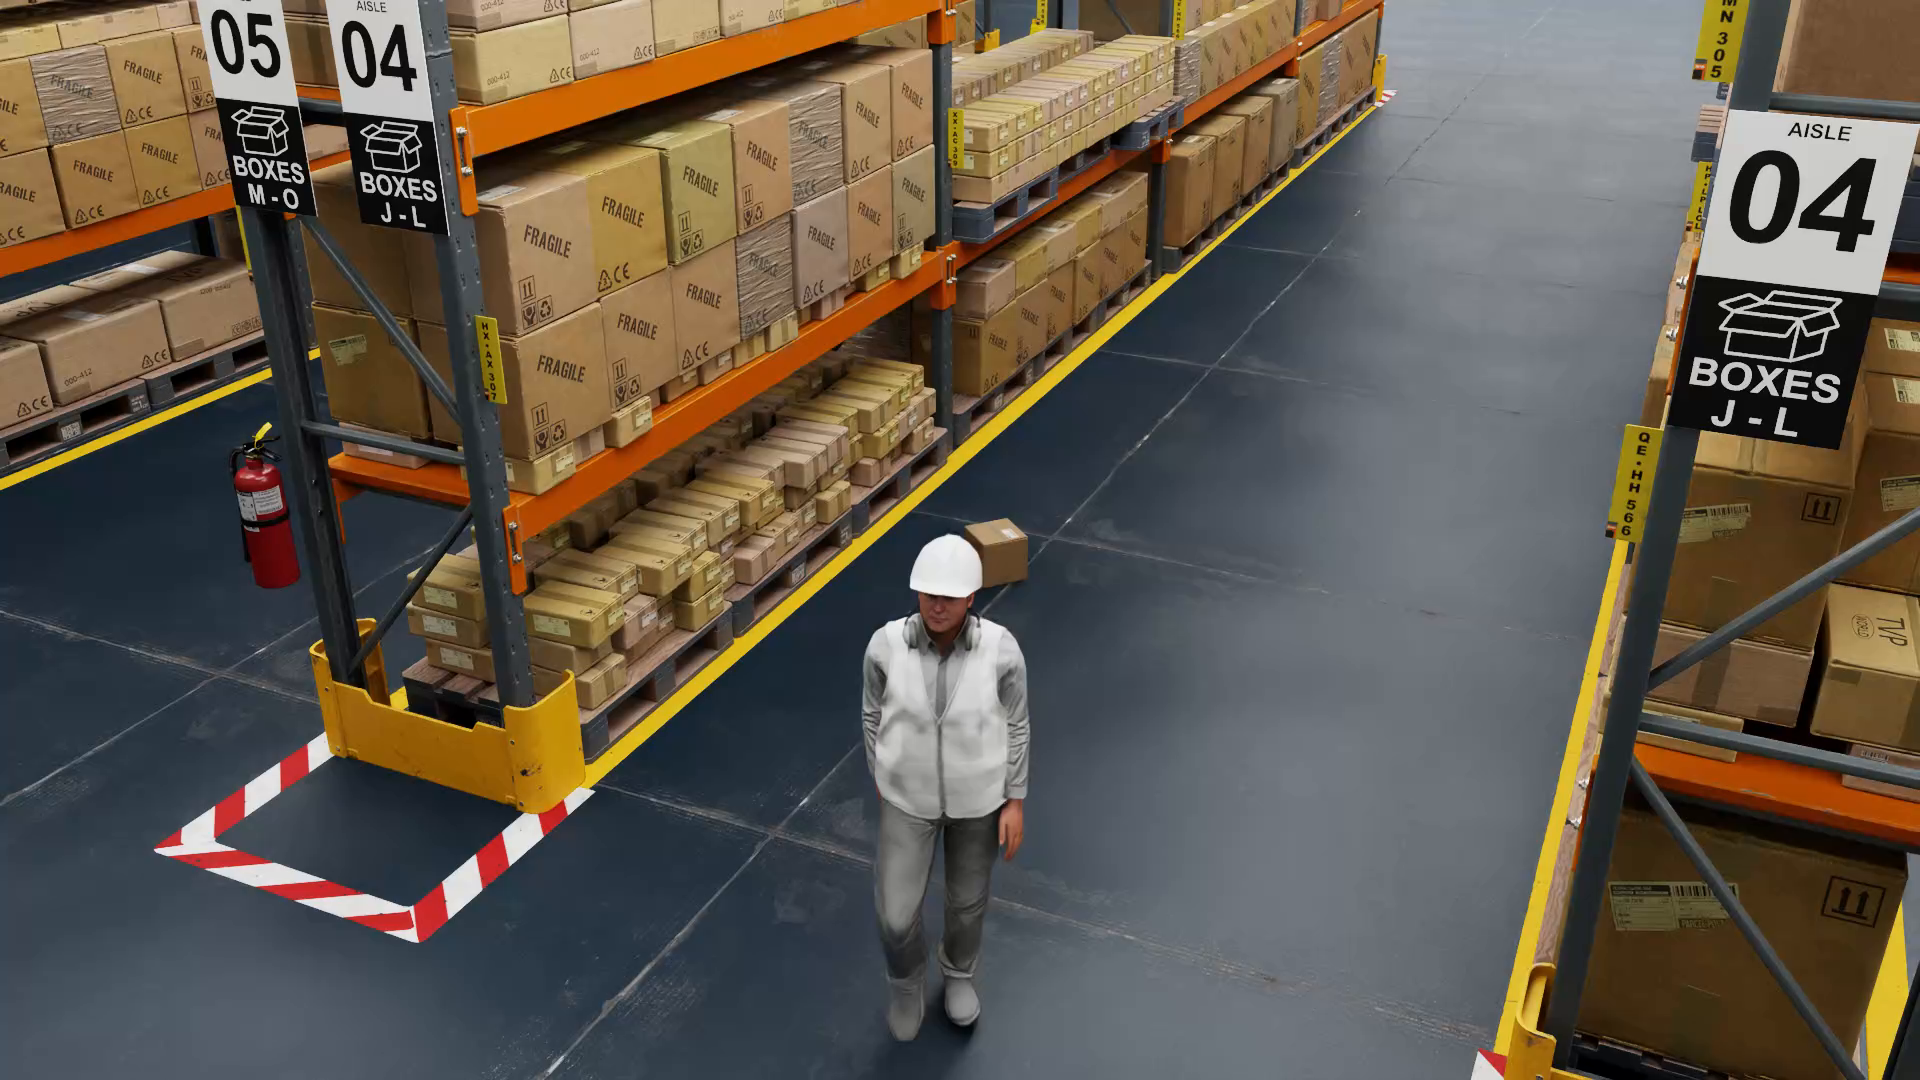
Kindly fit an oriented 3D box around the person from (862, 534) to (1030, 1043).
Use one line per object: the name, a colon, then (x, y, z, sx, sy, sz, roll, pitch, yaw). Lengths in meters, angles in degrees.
person: (-0.047, 0.854, 5.324, 0.539, 1.807, 0.483, 0, 26, 0)
